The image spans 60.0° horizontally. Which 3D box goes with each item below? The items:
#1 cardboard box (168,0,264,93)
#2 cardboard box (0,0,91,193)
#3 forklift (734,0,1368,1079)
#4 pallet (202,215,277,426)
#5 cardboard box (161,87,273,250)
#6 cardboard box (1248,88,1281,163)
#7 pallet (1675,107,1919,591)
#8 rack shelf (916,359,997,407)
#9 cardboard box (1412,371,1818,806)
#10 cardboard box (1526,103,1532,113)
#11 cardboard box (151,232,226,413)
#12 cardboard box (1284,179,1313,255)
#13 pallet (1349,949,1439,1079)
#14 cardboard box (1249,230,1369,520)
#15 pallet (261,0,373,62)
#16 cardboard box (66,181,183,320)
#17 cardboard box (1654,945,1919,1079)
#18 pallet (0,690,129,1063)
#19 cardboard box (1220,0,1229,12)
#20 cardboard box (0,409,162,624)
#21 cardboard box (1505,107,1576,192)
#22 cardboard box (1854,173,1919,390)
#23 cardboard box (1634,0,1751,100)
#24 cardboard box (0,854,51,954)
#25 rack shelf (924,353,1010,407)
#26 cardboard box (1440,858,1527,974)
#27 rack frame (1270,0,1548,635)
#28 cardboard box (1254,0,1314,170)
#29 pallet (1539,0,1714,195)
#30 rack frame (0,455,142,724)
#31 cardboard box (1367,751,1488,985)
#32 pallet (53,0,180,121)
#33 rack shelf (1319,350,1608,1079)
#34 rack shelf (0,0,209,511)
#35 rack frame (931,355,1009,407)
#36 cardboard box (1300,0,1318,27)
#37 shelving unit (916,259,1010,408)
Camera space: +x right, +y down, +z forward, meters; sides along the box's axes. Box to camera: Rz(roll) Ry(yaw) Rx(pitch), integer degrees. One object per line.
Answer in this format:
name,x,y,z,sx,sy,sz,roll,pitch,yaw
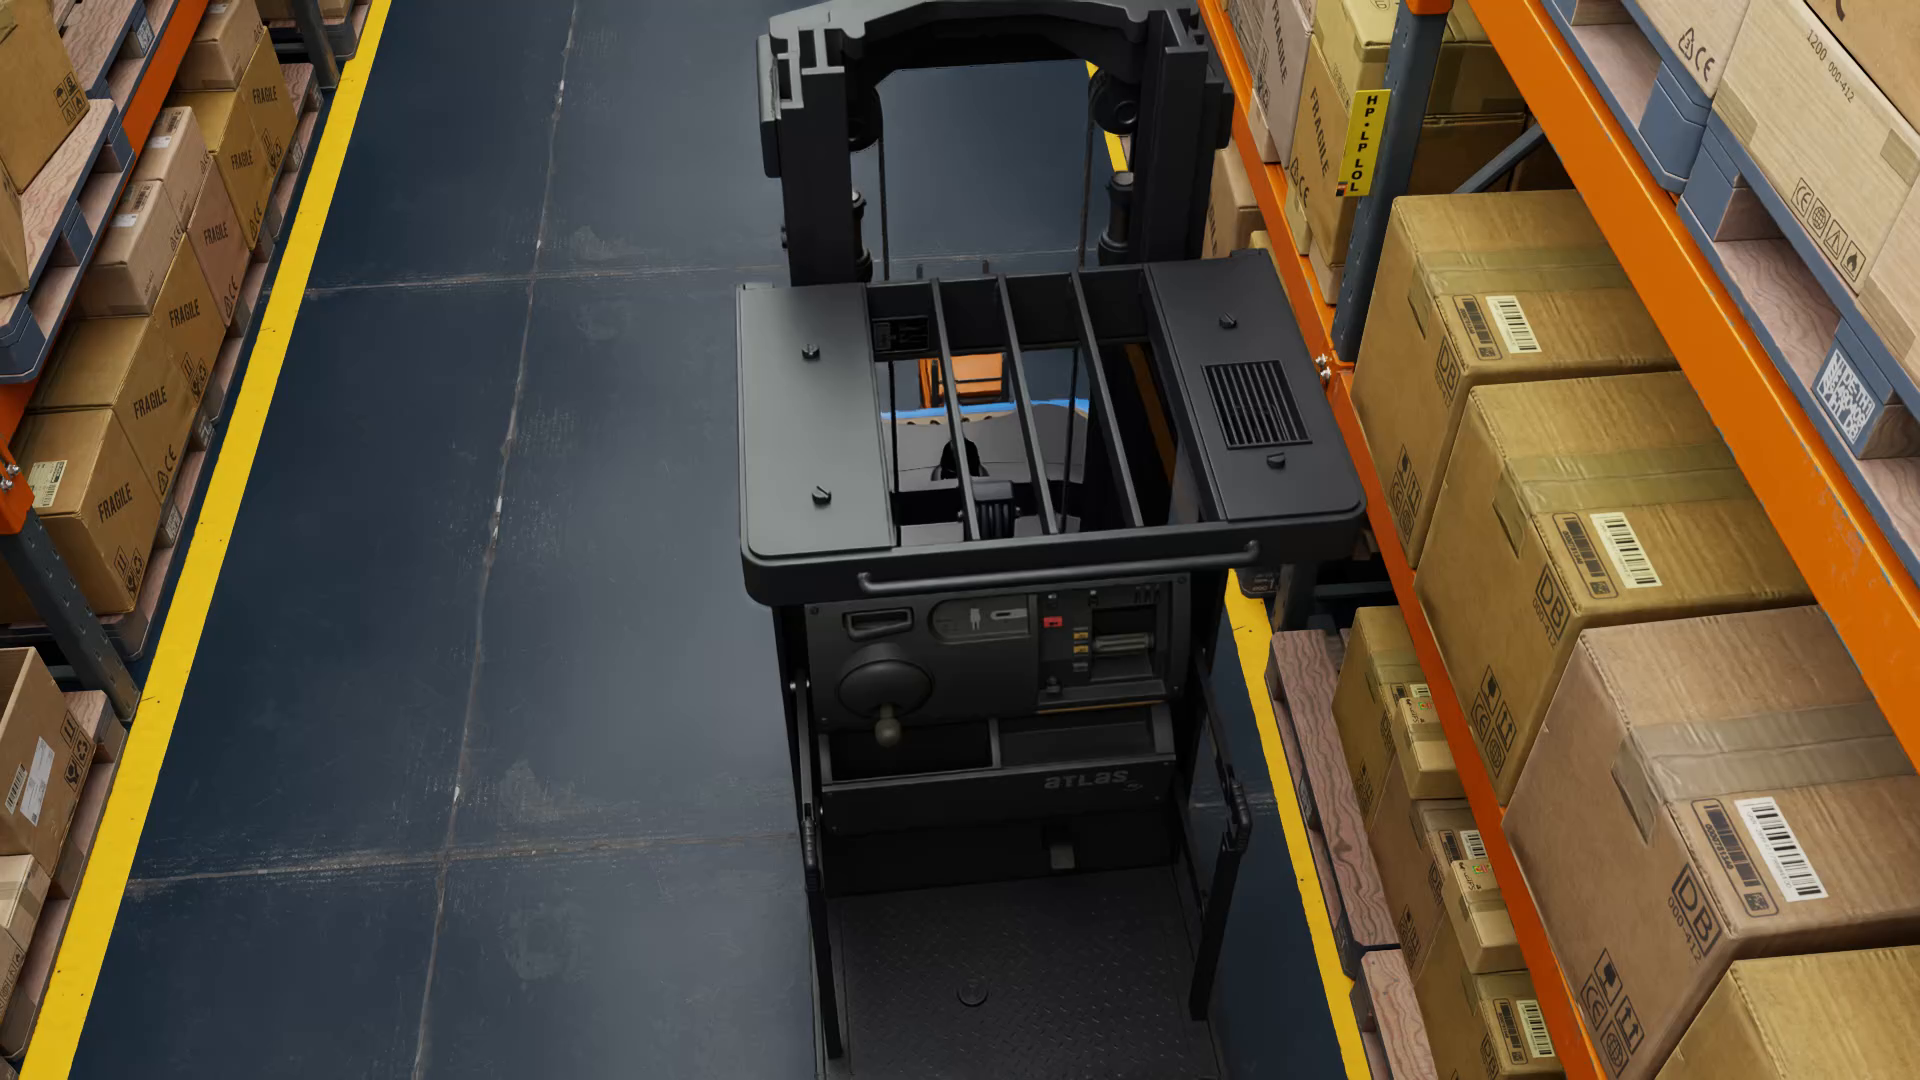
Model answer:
cardboard box,-3.332,-2.163,7.134,0.500,0.250,0.500,-2,47,-2
cardboard box,-3.256,-1.451,5.200,0.700,0.500,0.500,3,47,3
forklift,0.123,0.375,3.876,1.130,2.935,3.031,-5,47,-4
pallet,-3.529,-0.934,6.989,1.003,0.211,1.213,-3,47,-3
cardboard box,-3.298,-1.571,7.090,0.500,0.500,0.500,-5,47,-5
cardboard box,1.205,-1.432,5.700,0.380,0.149,0.250,-3,47,-3
pallet,1.775,-0.253,2.419,1.003,0.211,1.213,-3,47,-3
rack shelf,0.003,-0.428,5.614,0.258,0.148,0.480,-5,47,-4
cardboard box,1.703,0.093,3.889,0.980,0.700,0.700,-5,47,-4
cardboard box,1.839,-1.476,4.778,0.500,0.250,0.500,-2,47,-2
cardboard box,-3.206,-0.826,6.385,0.500,0.500,0.500,-3,47,-3
cardboard box,1.263,-1.055,5.342,0.380,0.149,0.250,-3,47,-3
pallet,1.709,1.673,4.520,1.003,0.211,1.213,-3,47,-3
cardboard box,1.434,-0.593,5.937,0.750,0.750,0.750,-3,47,-3
pallet,-3.683,-2.955,8.903,1.003,0.211,1.213,-3,47,-3
cardboard box,-3.200,-1.060,6.090,0.500,0.250,0.500,-3,47,-3
cardboard box,1.828,1.171,2.868,0.980,0.700,0.700,-4,47,-4
pallet,-3.262,1.034,5.126,1.003,0.211,1.213,-3,47,-3
cardboard box,1.195,-2.281,6.057,0.500,0.500,0.500,-2,47,-2
cardboard box,-3.116,-0.078,5.677,0.500,0.500,0.500,-5,47,-5
cardboard box,1.830,-1.217,5.049,0.500,0.500,0.500,-5,47,-5
cardboard box,1.534,-0.257,2.107,0.500,0.250,0.500,-5,47,-4
cardboard box,1.441,-0.999,2.809,0.500,0.250,0.500,-4,47,-4
cardboard box,-2.897,1.070,4.831,0.380,0.149,0.250,-3,47,-3
rack shelf,0.003,-0.591,5.442,0.258,0.148,0.480,-5,47,-4
cardboard box,1.469,0.950,4.270,0.380,0.149,0.250,-5,47,-4
rack frame,1.618,-0.726,4.871,1.000,3.000,0.127,-3,47,-3
cardboard box,1.275,-1.556,5.371,0.500,0.500,0.500,-3,47,-3
pallet,1.676,-1.134,3.253,1.003,0.211,1.213,-3,47,-3
rack frame,-3.318,-0.422,4.584,1.000,3.000,0.127,-3,47,-3
cardboard box,1.617,0.900,4.764,0.700,0.500,0.500,-4,47,-4
pallet,-3.486,-1.843,6.062,1.003,0.211,1.213,-3,47,-3
rack shelf,1.785,0.969,3.762,1.077,0.370,4.000,-3,47,-3
rack shelf,-3.486,-1.622,6.215,1.077,0.370,4.000,-3,47,-3
rack frame,0.031,-0.145,5.561,0.240,1.200,0.015,-5,47,-4
cardboard box,1.291,-1.820,5.104,0.500,0.250,0.500,-3,47,-2
shelving unit,0.003,-0.321,5.727,0.258,1.200,0.503,-5,47,-4
